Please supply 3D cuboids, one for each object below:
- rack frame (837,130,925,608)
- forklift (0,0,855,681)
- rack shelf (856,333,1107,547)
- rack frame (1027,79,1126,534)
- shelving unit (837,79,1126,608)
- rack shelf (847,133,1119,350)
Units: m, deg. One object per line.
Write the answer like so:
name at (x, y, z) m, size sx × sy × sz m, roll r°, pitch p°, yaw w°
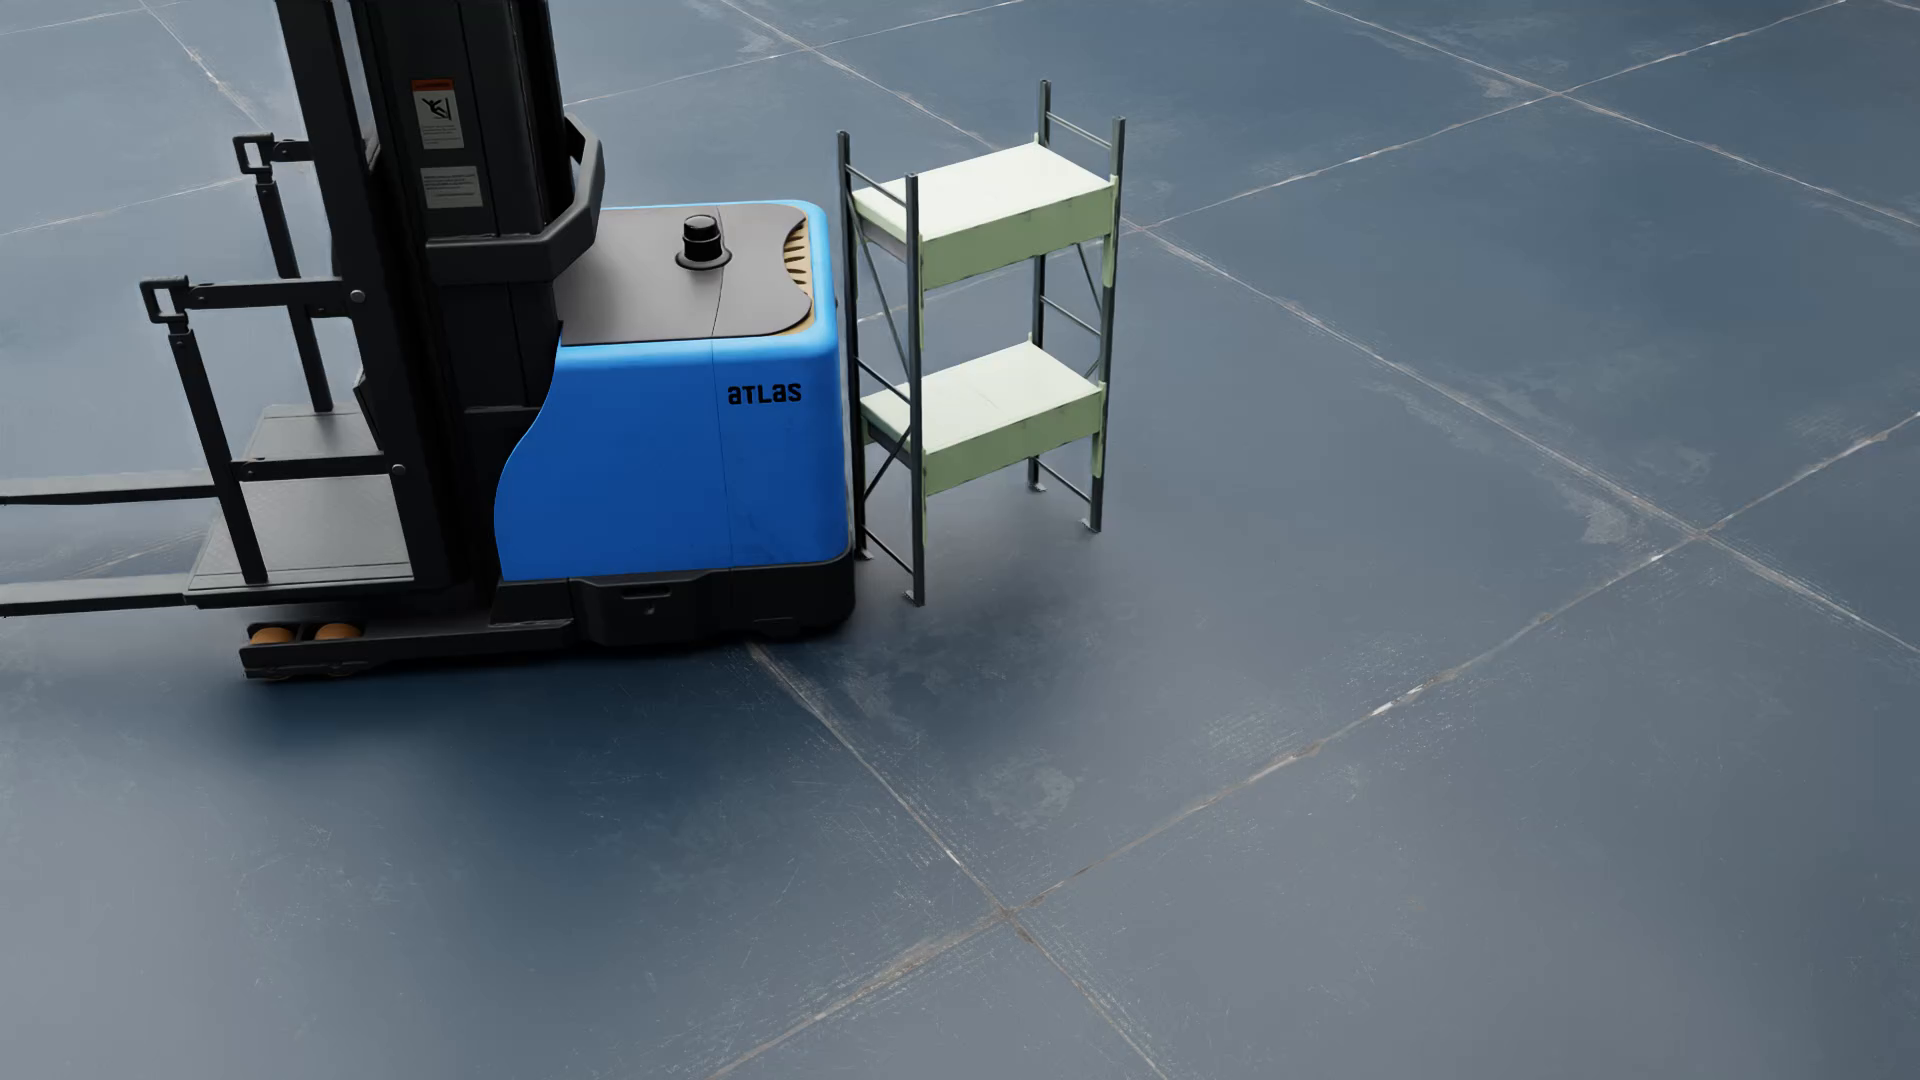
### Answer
rack frame at (-0.236, -0.487, 5.143) m, size 0.023 × 1.500 × 0.400 m, roll -22°, pitch 41°, yaw -27°
forklift at (-1.888, -1.080, 4.742) m, size 3.031 × 2.935 × 1.130 m, roll -4°, pitch 36°, yaw -5°
rack shelf at (0.066, -0.343, 5.501) m, size 0.720 × 0.370 × 0.431 m, roll -22°, pitch 41°, yaw -27°
rack frame at (0.368, -0.729, 5.479) m, size 0.023 × 1.500 × 0.400 m, roll -22°, pitch 41°, yaw -27°
shelving unit at (0.066, -0.608, 5.311) m, size 0.755 × 1.500 × 0.431 m, roll -22°, pitch 41°, yaw -27°
rack shelf at (0.066, -0.925, 5.083) m, size 0.720 × 0.370 × 0.431 m, roll -22°, pitch 41°, yaw -27°
